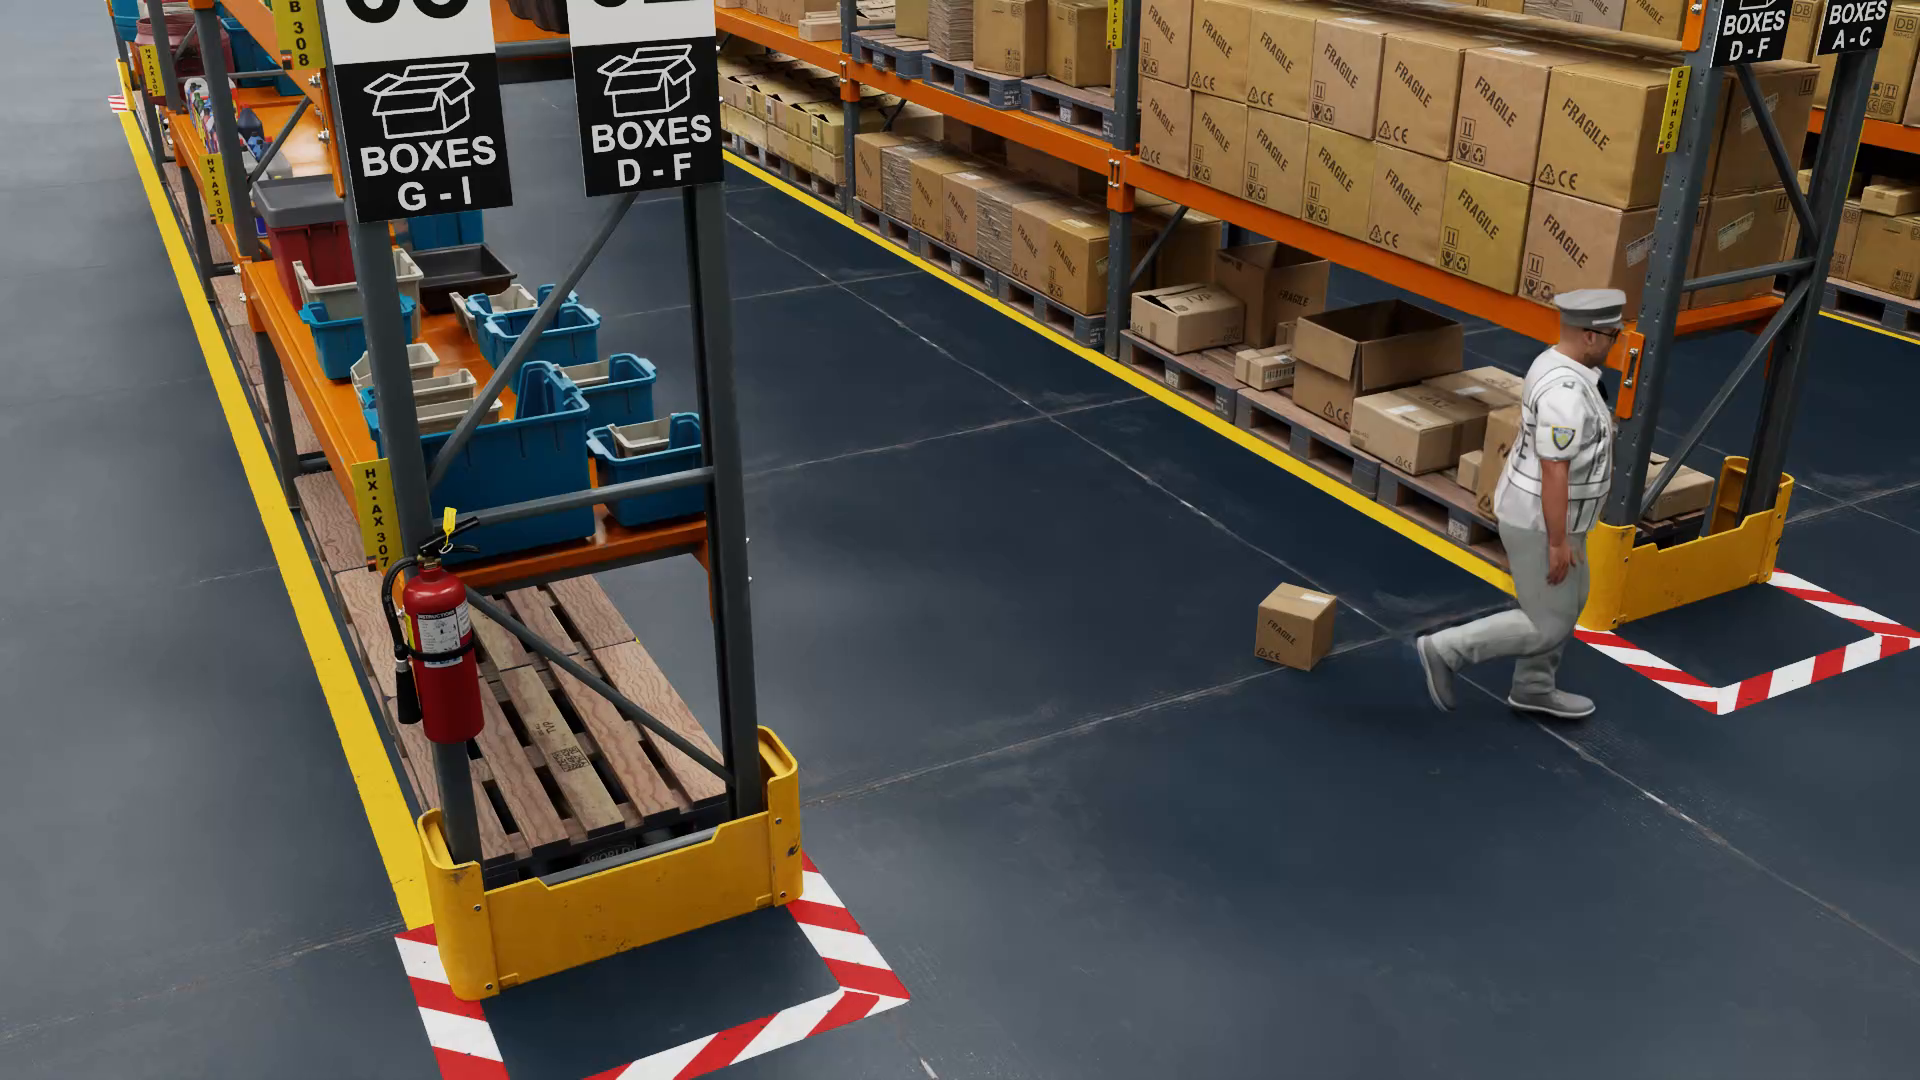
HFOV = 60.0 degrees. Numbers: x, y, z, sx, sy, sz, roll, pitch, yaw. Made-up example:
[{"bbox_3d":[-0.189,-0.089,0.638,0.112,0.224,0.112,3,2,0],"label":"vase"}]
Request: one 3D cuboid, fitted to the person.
[{"bbox_3d":[2.156,-0.101,6.258,0.703,1.725,0.550,8,27,17],"label":"person"}]
